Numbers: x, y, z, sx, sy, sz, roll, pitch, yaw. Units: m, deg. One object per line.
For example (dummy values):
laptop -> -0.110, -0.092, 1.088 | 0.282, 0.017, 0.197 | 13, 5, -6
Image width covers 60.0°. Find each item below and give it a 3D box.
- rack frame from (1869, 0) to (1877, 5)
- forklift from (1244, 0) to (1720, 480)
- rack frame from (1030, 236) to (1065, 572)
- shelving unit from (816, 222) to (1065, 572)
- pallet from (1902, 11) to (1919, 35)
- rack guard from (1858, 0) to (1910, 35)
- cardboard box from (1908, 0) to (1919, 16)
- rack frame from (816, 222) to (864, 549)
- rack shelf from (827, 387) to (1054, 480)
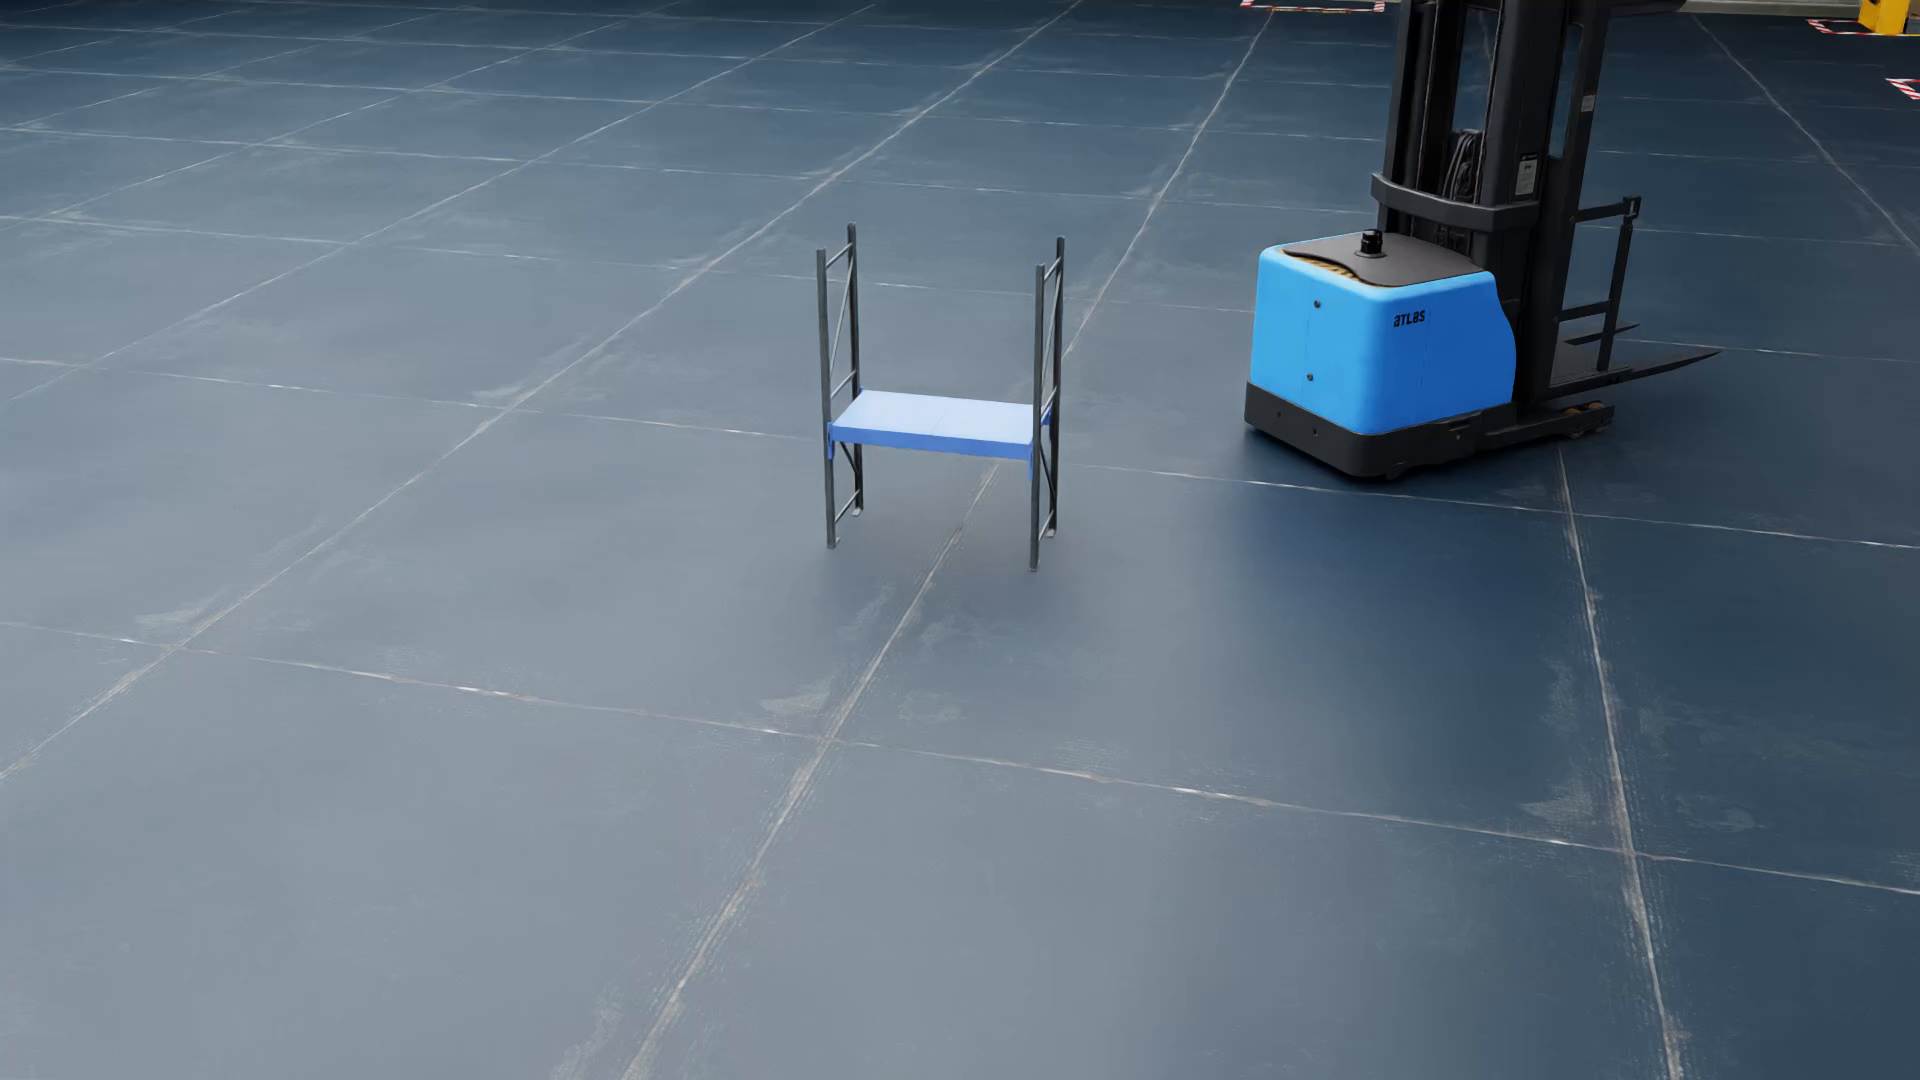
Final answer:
rack frame -> 12.835, -8.550, 22.720 | 0.127, 3.000, 1.000 | 6, 26, 13
forklift -> 3.167, -2.087, 9.223 | 3.031, 2.935, 1.130 | -14, 29, -26
rack frame -> 0.410, -0.632, 7.832 | 0.032, 1.500, 0.500 | 6, 26, 13
shelving unit -> -0.083, -0.686, 7.947 | 1.048, 1.500, 0.538 | 6, 26, 13
pallet -> 13.687, -7.182, 23.089 | 1.213, 0.211, 1.003 | 6, 26, 13
rack guard -> 12.909, -7.414, 23.241 | 0.348, 0.500, 1.175 | 6, 26, 13
cardboard box -> 13.483, -7.424, 22.969 | 0.500, 0.311, 0.500 | 3, 26, 7
rack frame -> -0.575, -0.741, 8.061 | 0.032, 1.500, 0.500 | 6, 26, 13
rack shelf -> -0.083, -0.524, 8.024 | 1.000, 0.185, 0.538 | 6, 26, 13
